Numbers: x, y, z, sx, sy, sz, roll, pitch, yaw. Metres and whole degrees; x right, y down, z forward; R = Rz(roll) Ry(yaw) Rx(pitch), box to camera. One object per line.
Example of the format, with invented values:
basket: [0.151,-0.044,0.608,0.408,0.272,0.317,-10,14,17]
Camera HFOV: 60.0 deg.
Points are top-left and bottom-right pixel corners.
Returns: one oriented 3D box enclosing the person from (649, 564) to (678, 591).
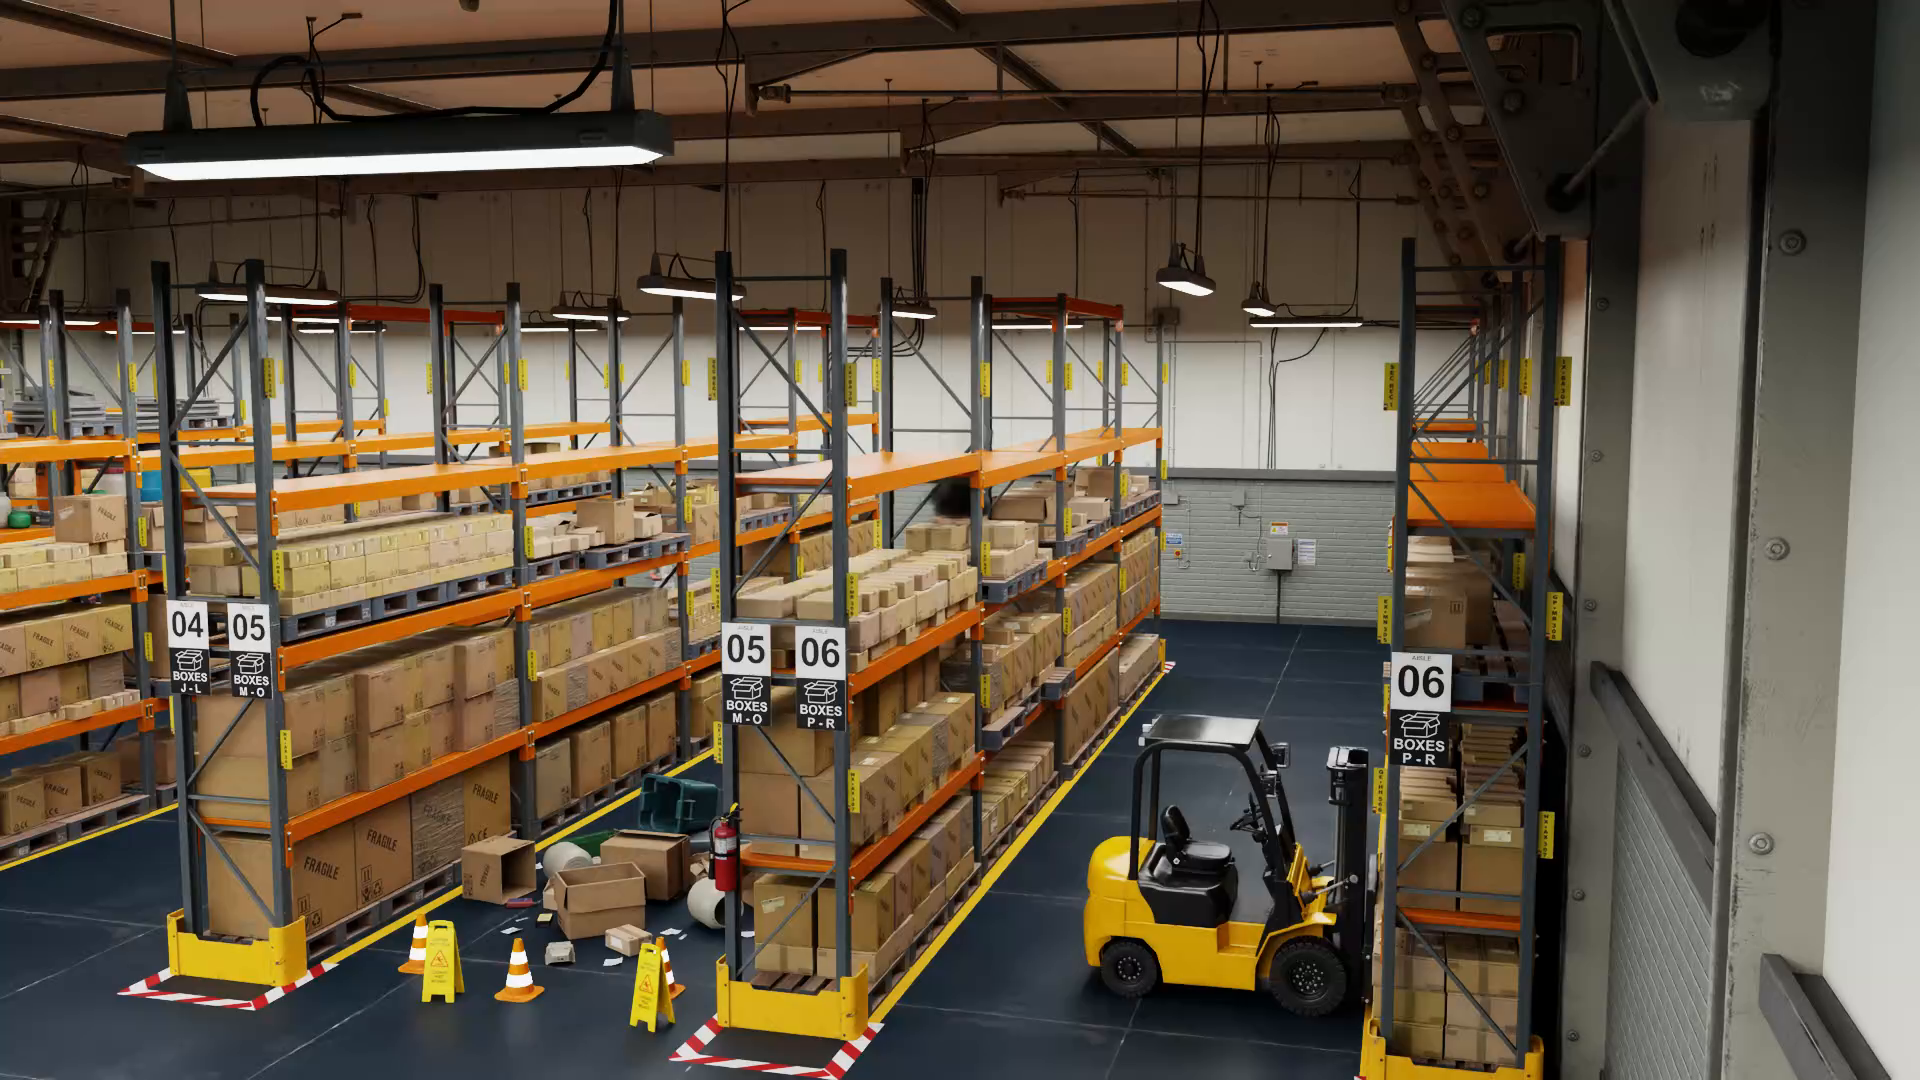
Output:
person: [-5.671,0.935,31.864,0.937,1.761,0.686,4,7,35]
